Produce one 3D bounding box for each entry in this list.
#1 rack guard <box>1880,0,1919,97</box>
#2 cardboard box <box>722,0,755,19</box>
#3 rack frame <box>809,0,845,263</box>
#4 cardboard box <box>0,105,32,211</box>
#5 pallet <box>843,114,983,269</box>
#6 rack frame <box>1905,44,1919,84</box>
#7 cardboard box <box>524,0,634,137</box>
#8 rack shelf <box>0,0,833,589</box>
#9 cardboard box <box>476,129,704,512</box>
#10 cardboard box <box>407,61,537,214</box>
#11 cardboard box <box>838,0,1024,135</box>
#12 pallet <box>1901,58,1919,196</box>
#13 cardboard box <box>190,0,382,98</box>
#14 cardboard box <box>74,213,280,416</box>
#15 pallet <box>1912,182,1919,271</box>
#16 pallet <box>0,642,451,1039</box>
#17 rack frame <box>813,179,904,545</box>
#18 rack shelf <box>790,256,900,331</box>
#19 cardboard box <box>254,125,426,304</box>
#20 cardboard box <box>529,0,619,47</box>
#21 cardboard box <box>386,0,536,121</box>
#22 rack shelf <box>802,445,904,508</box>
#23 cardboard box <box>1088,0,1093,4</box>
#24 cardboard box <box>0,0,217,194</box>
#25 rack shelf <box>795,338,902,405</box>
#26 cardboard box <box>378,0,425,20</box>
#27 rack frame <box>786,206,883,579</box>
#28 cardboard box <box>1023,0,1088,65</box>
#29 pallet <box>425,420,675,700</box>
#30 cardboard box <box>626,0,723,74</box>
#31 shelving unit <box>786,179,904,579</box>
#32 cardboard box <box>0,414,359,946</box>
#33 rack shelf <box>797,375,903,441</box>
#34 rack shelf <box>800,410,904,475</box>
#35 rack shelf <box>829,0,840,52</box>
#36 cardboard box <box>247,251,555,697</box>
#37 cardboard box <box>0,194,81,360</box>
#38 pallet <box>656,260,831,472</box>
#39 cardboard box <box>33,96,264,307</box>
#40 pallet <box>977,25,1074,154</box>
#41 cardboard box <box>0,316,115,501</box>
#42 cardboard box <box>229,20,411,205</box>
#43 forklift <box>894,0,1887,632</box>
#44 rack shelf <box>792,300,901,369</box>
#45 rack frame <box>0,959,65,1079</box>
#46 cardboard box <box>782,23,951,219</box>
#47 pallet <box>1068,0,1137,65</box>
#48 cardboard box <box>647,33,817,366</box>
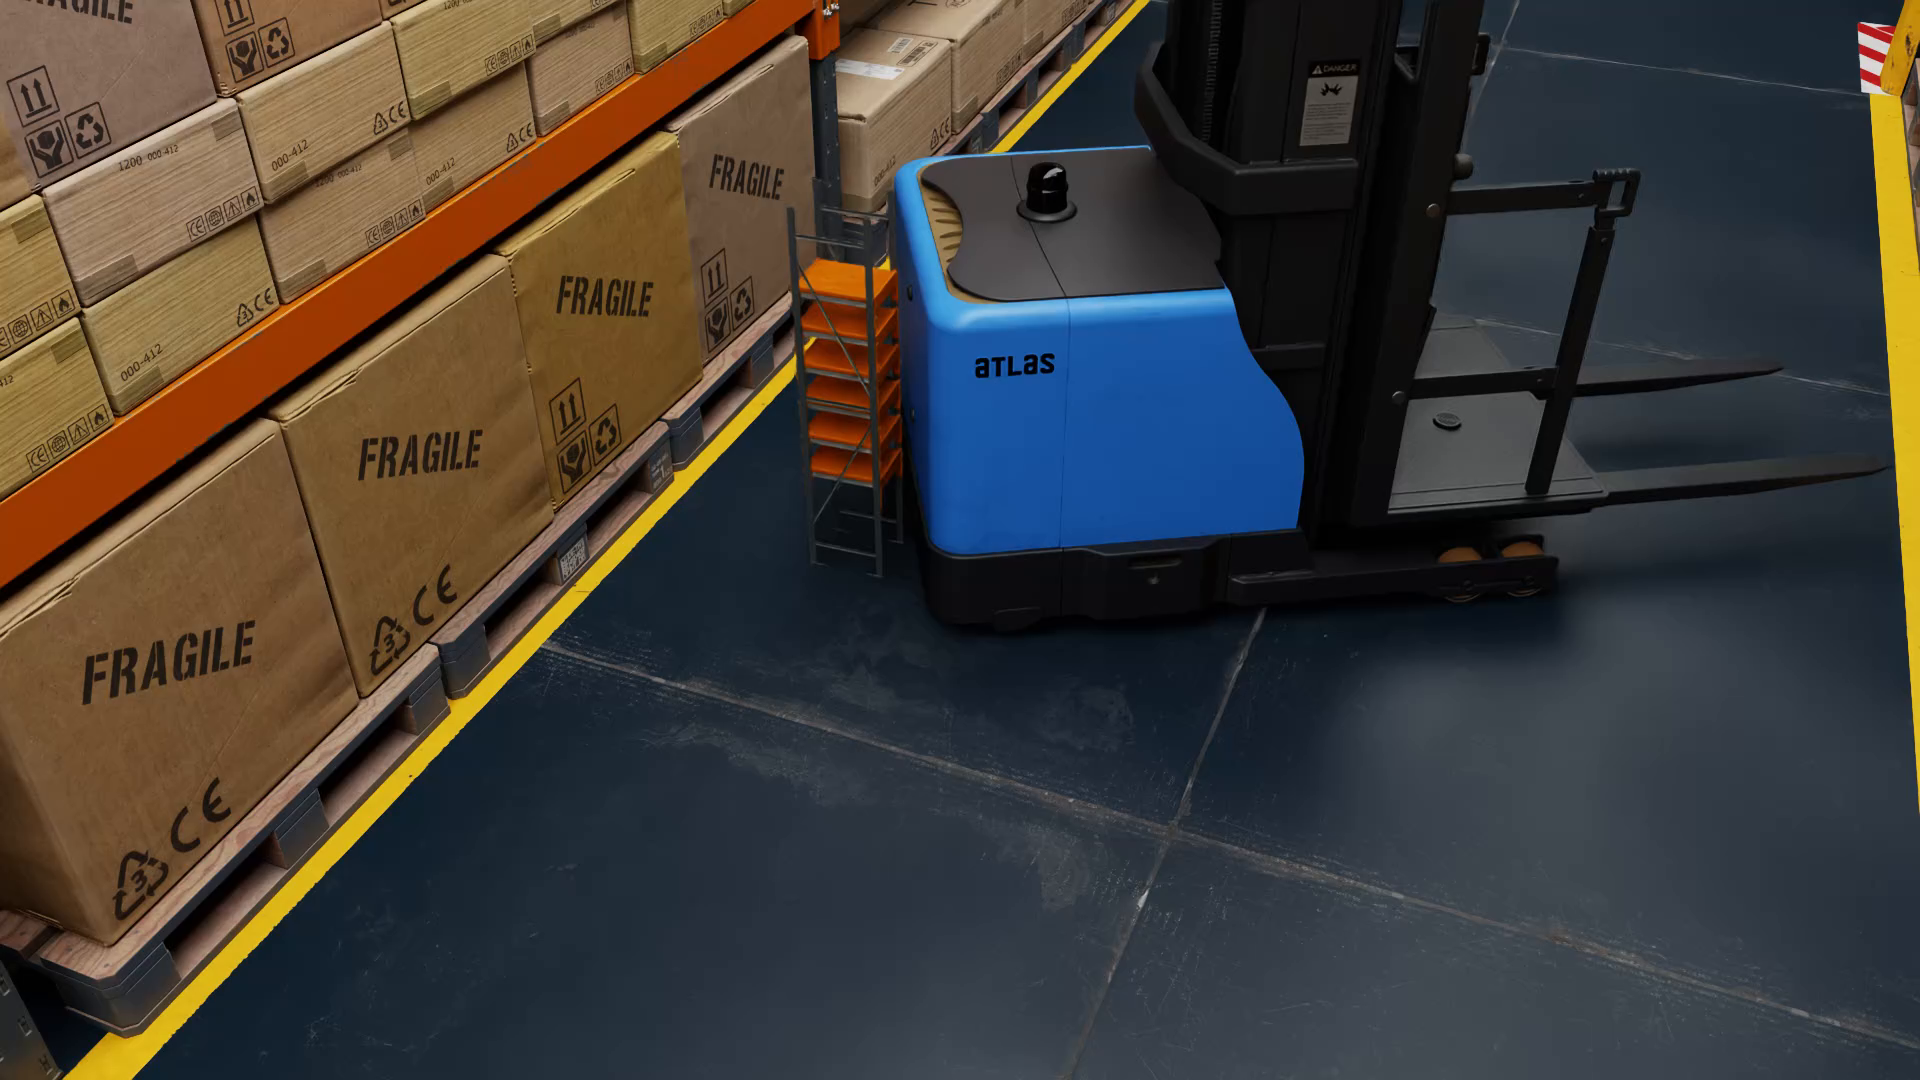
[{"bbox_3d":[5.145,-2.357,7.986,1.175,0.500,0.348,14,39,18],"label":"rack guard"},{"bbox_3d":[-0.878,-1.949,5.477,0.500,0.250,0.500,13,39,17],"label":"cardboard box"},{"bbox_3d":[-0.940,-2.314,5.841,1.000,3.000,0.127,14,39,18],"label":"rack frame"},{"bbox_3d":[-2.048,-0.758,2.840,0.500,0.500,0.500,13,39,16],"label":"cardboard box"},{"bbox_3d":[-0.578,-1.601,7.215,1.003,0.211,1.213,14,39,18],"label":"pallet"},{"bbox_3d":[5.174,-3.400,7.294,1.000,3.000,0.127,14,39,18],"label":"rack frame"},{"bbox_3d":[-1.282,-1.392,4.732,0.500,0.250,0.500,13,39,17],"label":"cardboard box"},{"bbox_3d":[-1.701,-0.919,4.575,1.077,0.370,4.000,14,39,18],"label":"rack shelf"},{"bbox_3d":[-1.439,-0.768,5.196,0.875,0.875,0.875,15,39,19],"label":"cardboard box"},{"bbox_3d":[-1.475,-1.105,4.348,0.500,0.250,0.500,14,39,18],"label":"cardboard box"},{"bbox_3d":[-0.262,-2.275,7.578,0.875,0.438,0.875,13,39,16],"label":"cardboard box"},{"bbox_3d":[4.842,-1.800,7.482,1.003,0.211,1.213,14,39,18],"label":"pallet"},{"bbox_3d":[-1.657,-1.317,3.588,0.500,0.500,0.500,15,39,19],"label":"cardboard box"},{"bbox_3d":[-1.864,-0.542,3.594,0.500,0.250,0.500,13,39,16],"label":"cardboard box"},{"bbox_3d":[4.377,-1.127,6.581,1.003,0.211,1.213,14,39,18],"label":"pallet"},{"bbox_3d":[-2.092,0.598,4.274,1.003,0.211,1.213,14,39,18],"label":"pallet"},{"bbox_3d":[-0.290,-0.489,4.903,0.240,1.200,0.006,11,38,15],"label":"rack frame"},{"bbox_3d":[-0.320,-0.690,4.644,0.258,0.103,0.180,11,38,15],"label":"rack shelf"},{"bbox_3d":[-1.659,-0.831,3.981,0.500,0.250,0.500,15,39,19],"label":"cardboard box"},{"bbox_3d":[-1.258,-1.589,4.577,0.500,0.250,0.500,15,39,19],"label":"cardboard box"},{"bbox_3d":[-1.437,-1.301,4.193,0.500,0.250,0.500,15,39,19],"label":"cardboard box"},{"bbox_3d":[-0.320,-0.210,5.003,0.258,0.103,0.180,11,38,15],"label":"rack shelf"},{"bbox_3d":[0.423,-3.283,8.926,0.875,0.438,0.875,13,39,16],"label":"cardboard box"},{"bbox_3d":[-1.868,-1.034,3.210,0.500,0.500,0.500,14,39,18],"label":"cardboard box"},{"bbox_3d":[-0.320,-0.498,4.788,0.258,0.103,0.180,11,38,15],"label":"rack shelf"},{"bbox_3d":[-1.462,-1.596,3.961,0.500,0.500,0.500,14,39,18],"label":"cardboard box"},{"bbox_3d":[-0.349,-0.386,4.764,0.240,1.200,0.006,11,38,15],"label":"rack frame"},{"bbox_3d":[0.083,-2.774,8.245,0.875,0.438,0.875,15,39,19],"label":"cardboard box"},{"bbox_3d":[-1.627,-0.075,5.174,1.003,0.211,1.213,14,39,18],"label":"pallet"},{"bbox_3d":[-1.072,-1.667,5.100,0.500,0.250,0.500,13,39,17],"label":"cardboard box"},{"bbox_3d":[-0.320,-0.438,4.833,0.258,1.200,0.189,11,38,15],"label":"shelving unit"},{"bbox_3d":[-2.122,0.220,3.875,0.875,0.875,0.875,14,39,17],"label":"cardboard box"},{"bbox_3d":[-0.320,-0.402,4.860,0.258,0.103,0.180,11,38,15],"label":"rack shelf"},{"bbox_3d":[-0.320,-0.306,4.931,0.258,0.103,0.180,11,38,15],"label":"rack shelf"},{"bbox_3d":[-0.179,-3.134,7.538,1.077,0.370,4.000,14,39,18],"label":"rack shelf"},{"bbox_3d":[-1.779,-0.273,4.534,0.875,0.875,0.875,14,39,18],"label":"cardboard box"},{"bbox_3d":[-2.041,-0.464,3.073,0.500,0.250,0.500,14,39,17],"label":"cardboard box"},{"bbox_3d":[-1.164,-0.753,6.081,1.003,0.211,1.213,14,39,18],"label":"pallet"},{"bbox_3d":[-1.843,-0.750,3.456,0.500,0.250,0.500,15,39,19],"label":"cardboard box"},{"bbox_3d":[-0.116,-2.278,8.122,1.003,0.211,1.213,14,39,18],"label":"pallet"},{"bbox_3d":[-2.043,-0.253,3.209,0.500,0.250,0.500,13,39,17],"label":"cardboard box"},{"bbox_3d":[-1.642,-1.023,3.821,0.500,0.250,0.500,14,39,18],"label":"cardboard box"},{"bbox_3d":[1.347,-1.298,4.538,3.031,2.935,1.130,-5,37,-6],"label":"forklift"},{"bbox_3d":[-0.320,-0.594,4.716,0.258,0.103,0.180,11,38,15],"label":"rack shelf"},{"bbox_3d":[-2.462,-0.100,2.878,1.000,3.000,0.127,14,39,18],"label":"rack frame"},{"bbox_3d":[-0.602,-1.780,6.915,0.875,0.438,0.875,13,39,17],"label":"cardboard box"},{"bbox_3d":[0.350,-2.952,9.023,1.003,0.211,1.213,14,39,18],"label":"pallet"},{"bbox_3d":[-1.102,-1.270,5.868,0.875,0.875,0.875,15,39,19],"label":"cardboard box"}]
